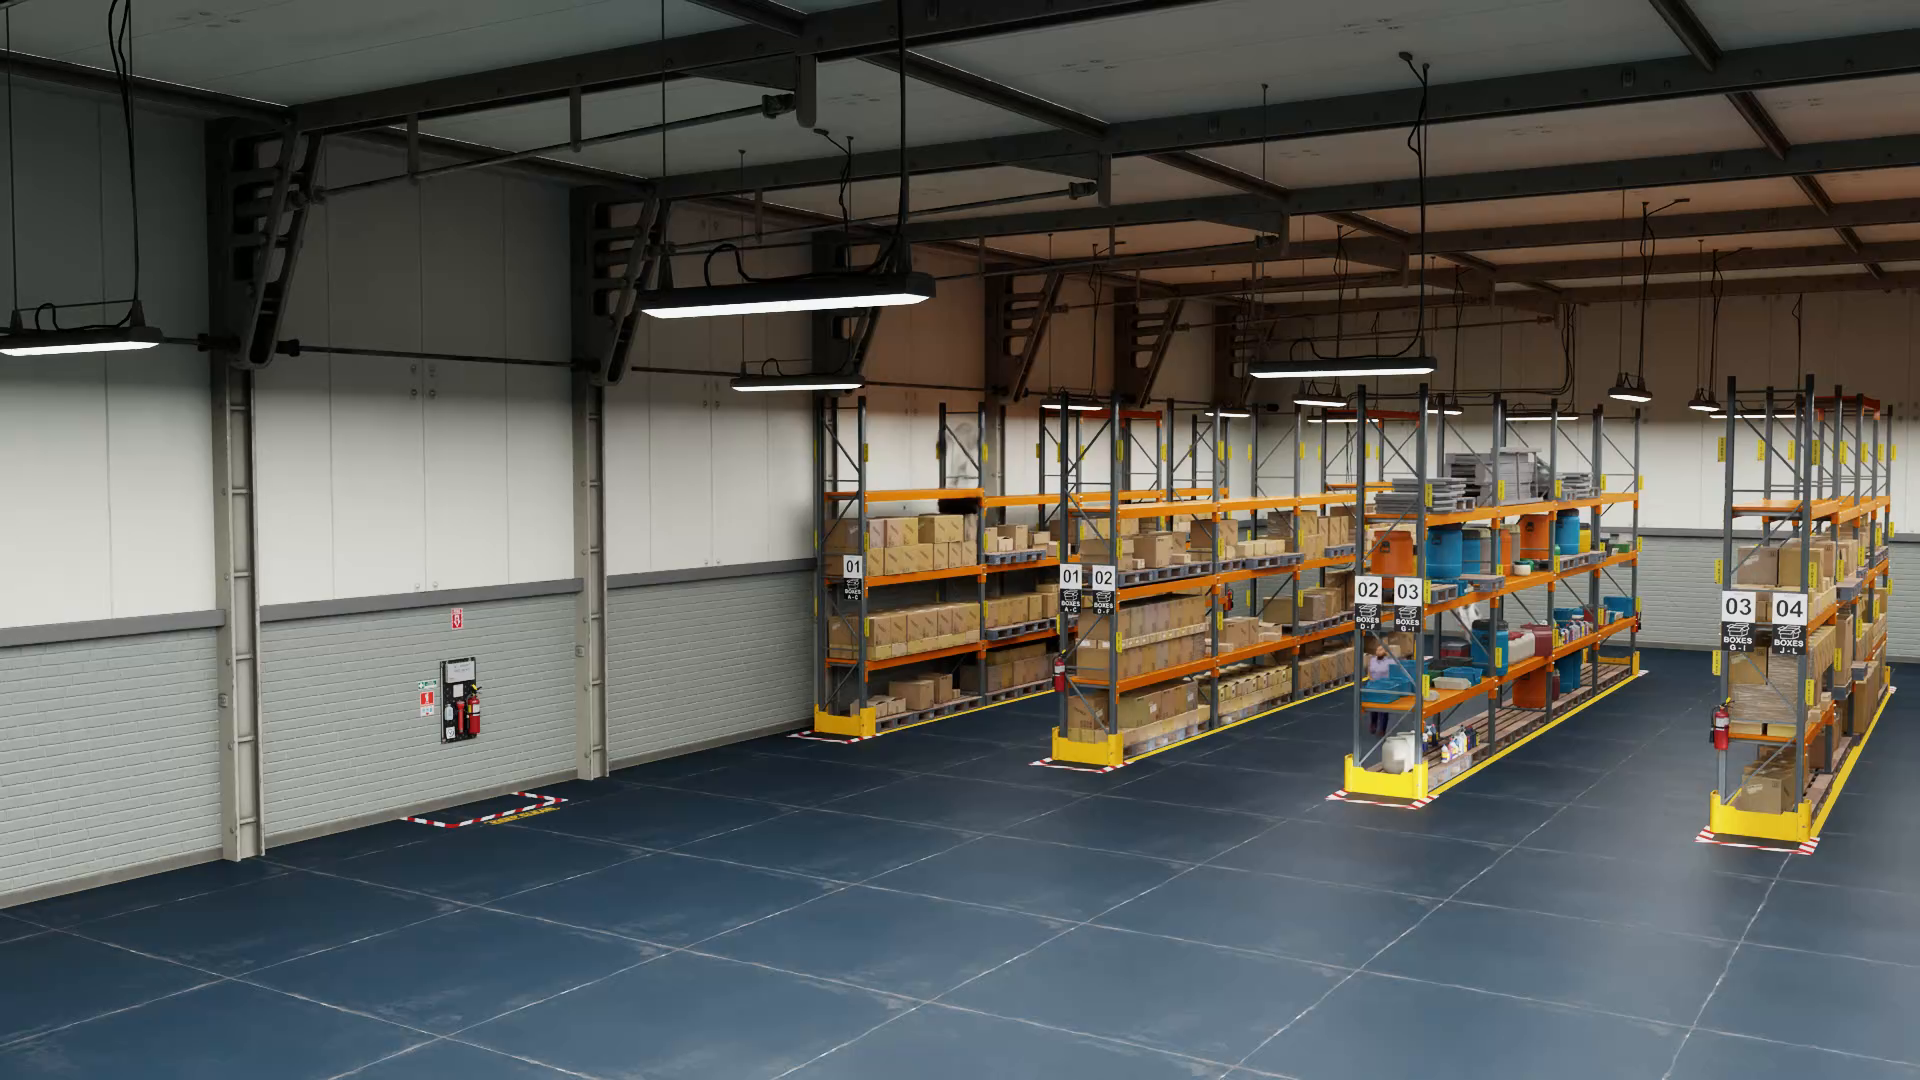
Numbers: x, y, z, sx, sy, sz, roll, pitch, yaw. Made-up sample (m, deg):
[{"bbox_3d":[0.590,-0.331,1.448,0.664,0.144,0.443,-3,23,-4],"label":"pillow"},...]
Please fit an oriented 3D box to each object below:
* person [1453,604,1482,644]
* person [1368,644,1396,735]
[{"bbox_3d":[12.026,2.099,39.297,0.715,1.684,0.586,1,3,11],"label":"person"},{"bbox_3d":[7.428,2.651,29.348,0.586,1.613,0.583,2,3,29],"label":"person"}]
